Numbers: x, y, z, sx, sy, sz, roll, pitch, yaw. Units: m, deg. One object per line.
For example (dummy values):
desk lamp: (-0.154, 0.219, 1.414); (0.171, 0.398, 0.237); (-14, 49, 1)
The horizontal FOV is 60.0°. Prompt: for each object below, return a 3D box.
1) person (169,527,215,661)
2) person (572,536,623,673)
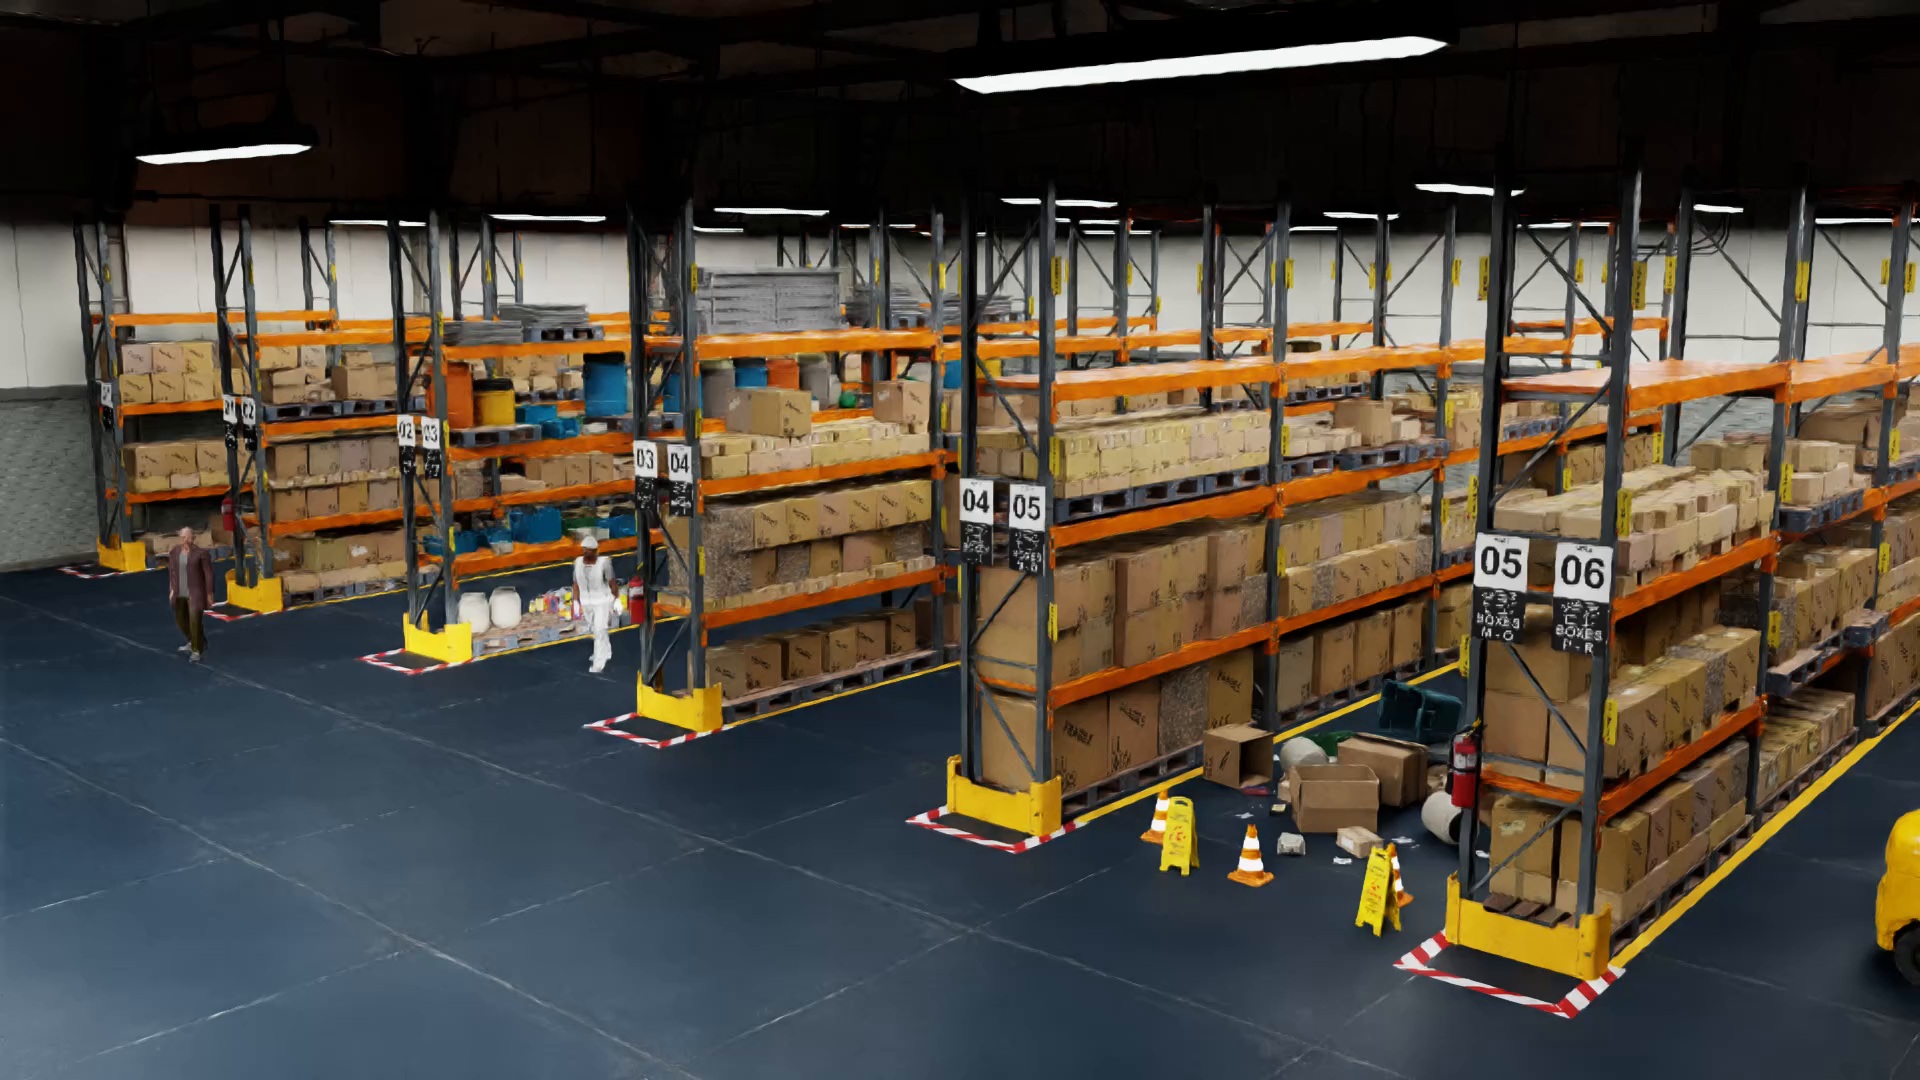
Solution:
person: (-10.082, 0.680, 21.878); (0.622, 1.766, 0.612); (1, 10, 7)
person: (-4.680, 0.797, 21.294); (0.609, 1.742, 0.967); (3, 10, 18)
